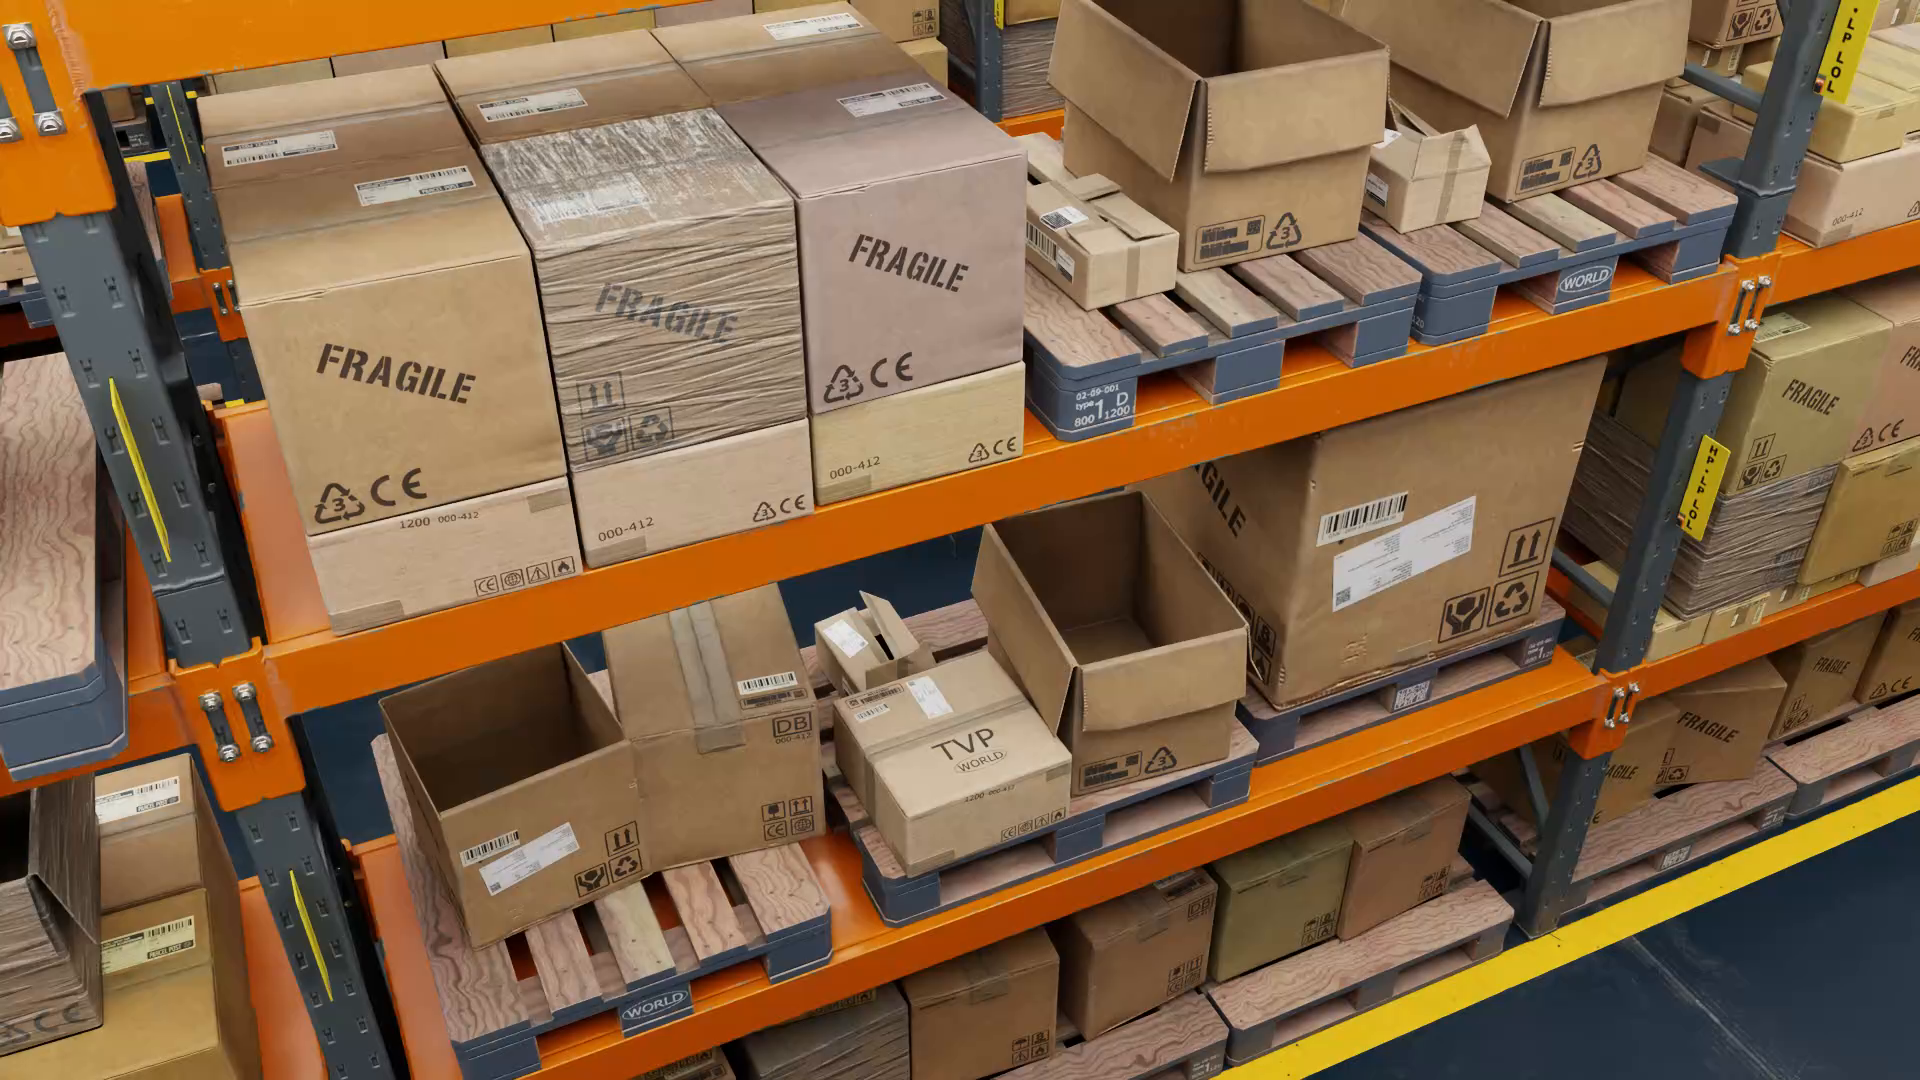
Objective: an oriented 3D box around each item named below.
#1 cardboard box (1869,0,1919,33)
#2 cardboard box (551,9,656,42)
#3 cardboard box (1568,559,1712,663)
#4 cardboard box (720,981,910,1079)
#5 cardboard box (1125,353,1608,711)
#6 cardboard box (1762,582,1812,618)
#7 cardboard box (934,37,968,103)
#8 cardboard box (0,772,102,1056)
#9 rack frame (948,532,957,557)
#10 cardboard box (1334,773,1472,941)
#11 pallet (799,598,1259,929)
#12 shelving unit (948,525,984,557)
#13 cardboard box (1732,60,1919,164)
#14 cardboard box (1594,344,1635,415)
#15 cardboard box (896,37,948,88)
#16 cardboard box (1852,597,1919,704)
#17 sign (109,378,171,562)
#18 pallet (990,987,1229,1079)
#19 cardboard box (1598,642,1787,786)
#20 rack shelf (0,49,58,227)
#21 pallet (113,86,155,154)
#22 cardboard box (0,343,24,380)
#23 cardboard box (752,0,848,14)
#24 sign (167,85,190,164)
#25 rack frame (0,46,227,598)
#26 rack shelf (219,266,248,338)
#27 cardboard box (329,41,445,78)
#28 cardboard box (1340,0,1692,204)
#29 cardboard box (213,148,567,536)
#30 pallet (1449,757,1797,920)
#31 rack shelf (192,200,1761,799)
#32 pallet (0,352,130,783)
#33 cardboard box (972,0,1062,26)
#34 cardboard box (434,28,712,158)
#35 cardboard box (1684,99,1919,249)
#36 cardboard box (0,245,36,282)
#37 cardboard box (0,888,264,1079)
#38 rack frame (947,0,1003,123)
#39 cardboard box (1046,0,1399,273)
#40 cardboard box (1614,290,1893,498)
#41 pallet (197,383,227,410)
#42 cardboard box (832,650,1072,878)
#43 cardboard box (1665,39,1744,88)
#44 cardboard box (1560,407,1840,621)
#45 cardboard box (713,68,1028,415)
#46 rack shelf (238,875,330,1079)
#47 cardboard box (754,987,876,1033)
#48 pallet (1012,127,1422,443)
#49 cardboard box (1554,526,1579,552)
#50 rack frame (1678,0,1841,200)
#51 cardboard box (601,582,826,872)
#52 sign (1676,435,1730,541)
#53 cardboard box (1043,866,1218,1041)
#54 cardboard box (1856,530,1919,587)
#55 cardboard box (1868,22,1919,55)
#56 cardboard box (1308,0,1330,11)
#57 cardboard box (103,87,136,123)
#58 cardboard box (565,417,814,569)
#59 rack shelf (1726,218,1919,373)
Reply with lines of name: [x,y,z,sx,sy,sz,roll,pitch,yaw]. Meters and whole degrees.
cardboard box: [2.860,-1.742,5.353,0.250,0.149,0.380,-17,40,-21]
cardboard box: [-1.865,-2.614,8.333,0.500,0.500,0.700,-16,39,-20]
cardboard box: [2.301,0.222,5.643,0.250,0.149,0.380,-16,39,-20]
cardboard box: [-0.548,1.526,5.404,0.500,0.500,0.700,-19,41,-24]
cardboard box: [1.200,-0.271,5.241,1.000,1.000,1.000,-15,39,-20]
cardboard box: [2.747,0.088,5.825,0.250,0.149,0.380,-16,39,-20]
cardboard box: [0.031,-3.344,12.222,0.503,0.637,0.797,-16,39,-20]
cardboard box: [-2.311,0.759,3.782,0.637,0.503,0.797,-14,39,-18]
rack frame: [-0.070,-0.462,7.866,0.006,1.200,0.240,-16,39,-20]
cardboard box: [1.413,0.985,6.134,0.500,0.500,0.700,-19,40,-23]
pallet: [0.132,0.580,5.111,1.213,0.211,1.003,-16,39,-20]
shelving unit: [0.013,-0.486,7.898,0.189,1.200,0.258,-16,39,-20]
cardboard box: [2.404,-1.207,4.633,0.250,0.149,0.380,-17,40,-21]
cardboard box: [2.269,-0.810,5.651,0.500,0.500,0.500,-16,39,-20]
cardboard box: [-0.396,-2.451,8.952,0.500,0.500,0.500,-16,39,-20]
cardboard box: [3.926,0.303,7.069,0.500,0.500,0.500,-12,38,-16]
sign: [-1.414,-0.117,2.871,0.005,0.325,0.100,-16,39,-20]
pallet: [0.168,1.642,5.858,1.213,0.211,1.003,-16,39,-20]
cardboard box: [2.873,0.620,6.642,0.500,0.500,0.500,-4,37,-5]
rack shelf: [-3.453,-0.428,2.213,4.000,0.370,1.077,-16,39,-20]
pallet: [-6.599,-3.039,12.171,1.213,0.211,1.003,-16,39,-20]
cardboard box: [-4.619,-0.692,7.781,0.500,0.250,0.500,-15,39,-19]
cardboard box: [-0.949,-2.869,8.676,0.500,0.500,0.700,-16,40,-21]
sign: [-3.419,-1.817,7.277,0.005,0.325,0.100,-16,39,-20]
rack frame: [-1.643,-1.384,2.562,0.127,3.000,1.000,-16,39,-20]
rack shelf: [-1.848,-1.892,8.886,4.000,0.370,1.077,-16,39,-20]
cardboard box: [-2.791,-2.353,7.981,0.500,0.500,0.700,-16,40,-21]
cardboard box: [1.511,-1.336,4.576,0.637,0.503,0.797,-18,40,-22]
cardboard box: [-1.108,-0.400,3.250,0.500,0.500,0.500,-15,39,-20]
pallet: [2.571,0.944,6.799,1.213,0.211,1.003,-16,39,-20]
rack shelf: [0.168,-0.396,4.352,4.000,0.370,1.077,-16,39,-20]
pallet: [-2.203,0.089,3.253,1.003,0.211,1.213,-14,39,-18]
cardboard box: [0.311,-3.256,9.089,0.550,0.550,0.875,-16,39,-20]
cardboard box: [-0.857,-0.811,3.804,0.500,0.500,0.500,-16,39,-20]
cardboard box: [2.495,-1.107,4.832,0.500,0.250,0.500,-17,40,-22]
cardboard box: [-4.135,-1.308,7.353,0.250,0.149,0.380,-16,39,-20]
cardboard box: [-1.984,1.244,3.970,0.500,0.500,0.500,-14,39,-19]
rack frame: [-0.038,-2.687,9.355,0.127,3.000,1.000,-16,39,-20]
cardboard box: [0.658,-1.097,4.254,0.637,0.503,0.797,-14,39,-18]
cardboard box: [2.494,-0.525,5.266,0.500,0.500,0.500,-16,39,-20]
pallet: [-4.367,-0.357,8.555,1.213,0.211,1.003,-16,39,-20]
cardboard box: [-0.028,0.617,4.673,0.500,0.250,0.500,-17,40,-21]
cardboard box: [2.150,-1.529,5.067,0.250,0.149,0.380,-14,39,-19]
cardboard box: [2.412,-0.227,5.704,0.500,0.500,0.875,-16,39,-20]
cardboard box: [-0.195,-0.657,3.597,0.500,0.500,0.500,-17,40,-21]
rack shelf: [-3.453,1.821,3.881,4.000,0.370,1.077,-16,39,-20]
cardboard box: [-0.573,1.227,5.178,0.500,0.250,0.500,-11,38,-15]
pallet: [0.437,-0.753,4.387,1.003,0.211,1.213,-16,39,-20]
cardboard box: [2.048,-0.099,6.076,0.250,0.149,0.380,-16,39,-20]
rack frame: [1.978,-2.396,3.927,0.127,3.000,1.000,-16,39,-20]
cardboard box: [-0.708,0.464,4.671,0.500,0.500,0.700,-10,38,-13]
sign: [2.217,-0.153,4.967,0.005,0.325,0.100,-16,39,-20]
cardboard box: [0.467,1.237,5.793,0.500,0.500,0.700,-19,41,-24]
cardboard box: [3.213,-0.022,5.972,0.250,0.149,0.380,-16,39,-20]
cardboard box: [2.871,-1.369,4.851,0.250,0.149,0.380,-15,39,-20]
cardboard box: [1.756,-3.260,10.001,0.500,0.550,0.875,-16,39,-20]
cardboard box: [-6.514,-3.504,11.887,0.875,0.875,0.875,-16,39,-20]
cardboard box: [-0.644,-0.230,3.650,0.500,0.250,0.500,-15,39,-19]
rack shelf: [3.789,-1.409,5.717,4.000,0.370,1.077,-16,39,-20]
